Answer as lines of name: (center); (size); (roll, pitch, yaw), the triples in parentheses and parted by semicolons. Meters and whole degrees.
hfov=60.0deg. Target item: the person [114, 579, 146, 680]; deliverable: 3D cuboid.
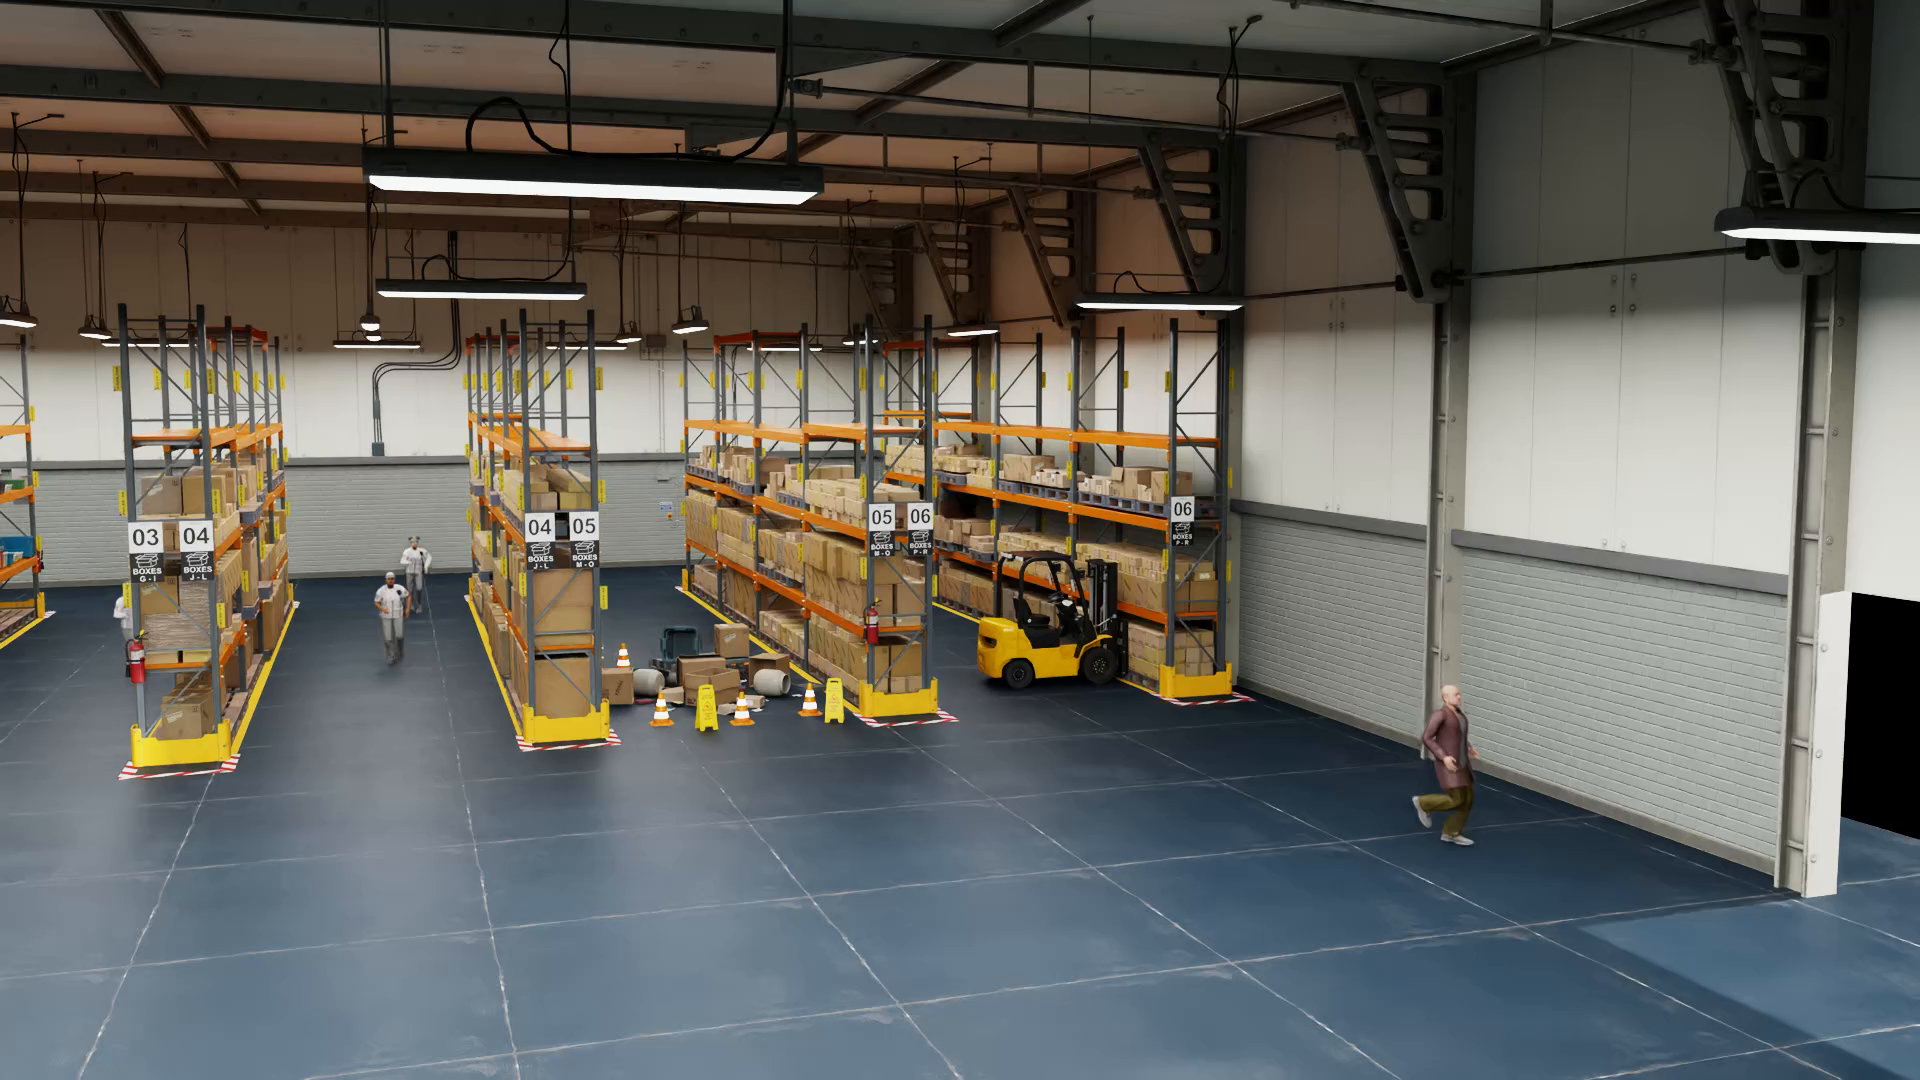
person: (-13.923, 1.514, 28.030); (0.590, 1.740, 0.726); (-2, 6, -23)

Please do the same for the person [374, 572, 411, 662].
person: (-10.097, 1.386, 29.589); (0.599, 1.619, 0.594); (-2, 6, -22)

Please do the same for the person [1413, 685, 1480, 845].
person: (5.307, 2.430, 18.115); (0.709, 1.732, 0.674); (-5, 7, -43)

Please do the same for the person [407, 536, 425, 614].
person: (-11.815, 0.744, 36.114); (0.362, 1.716, 0.528); (-1, 6, -15)
